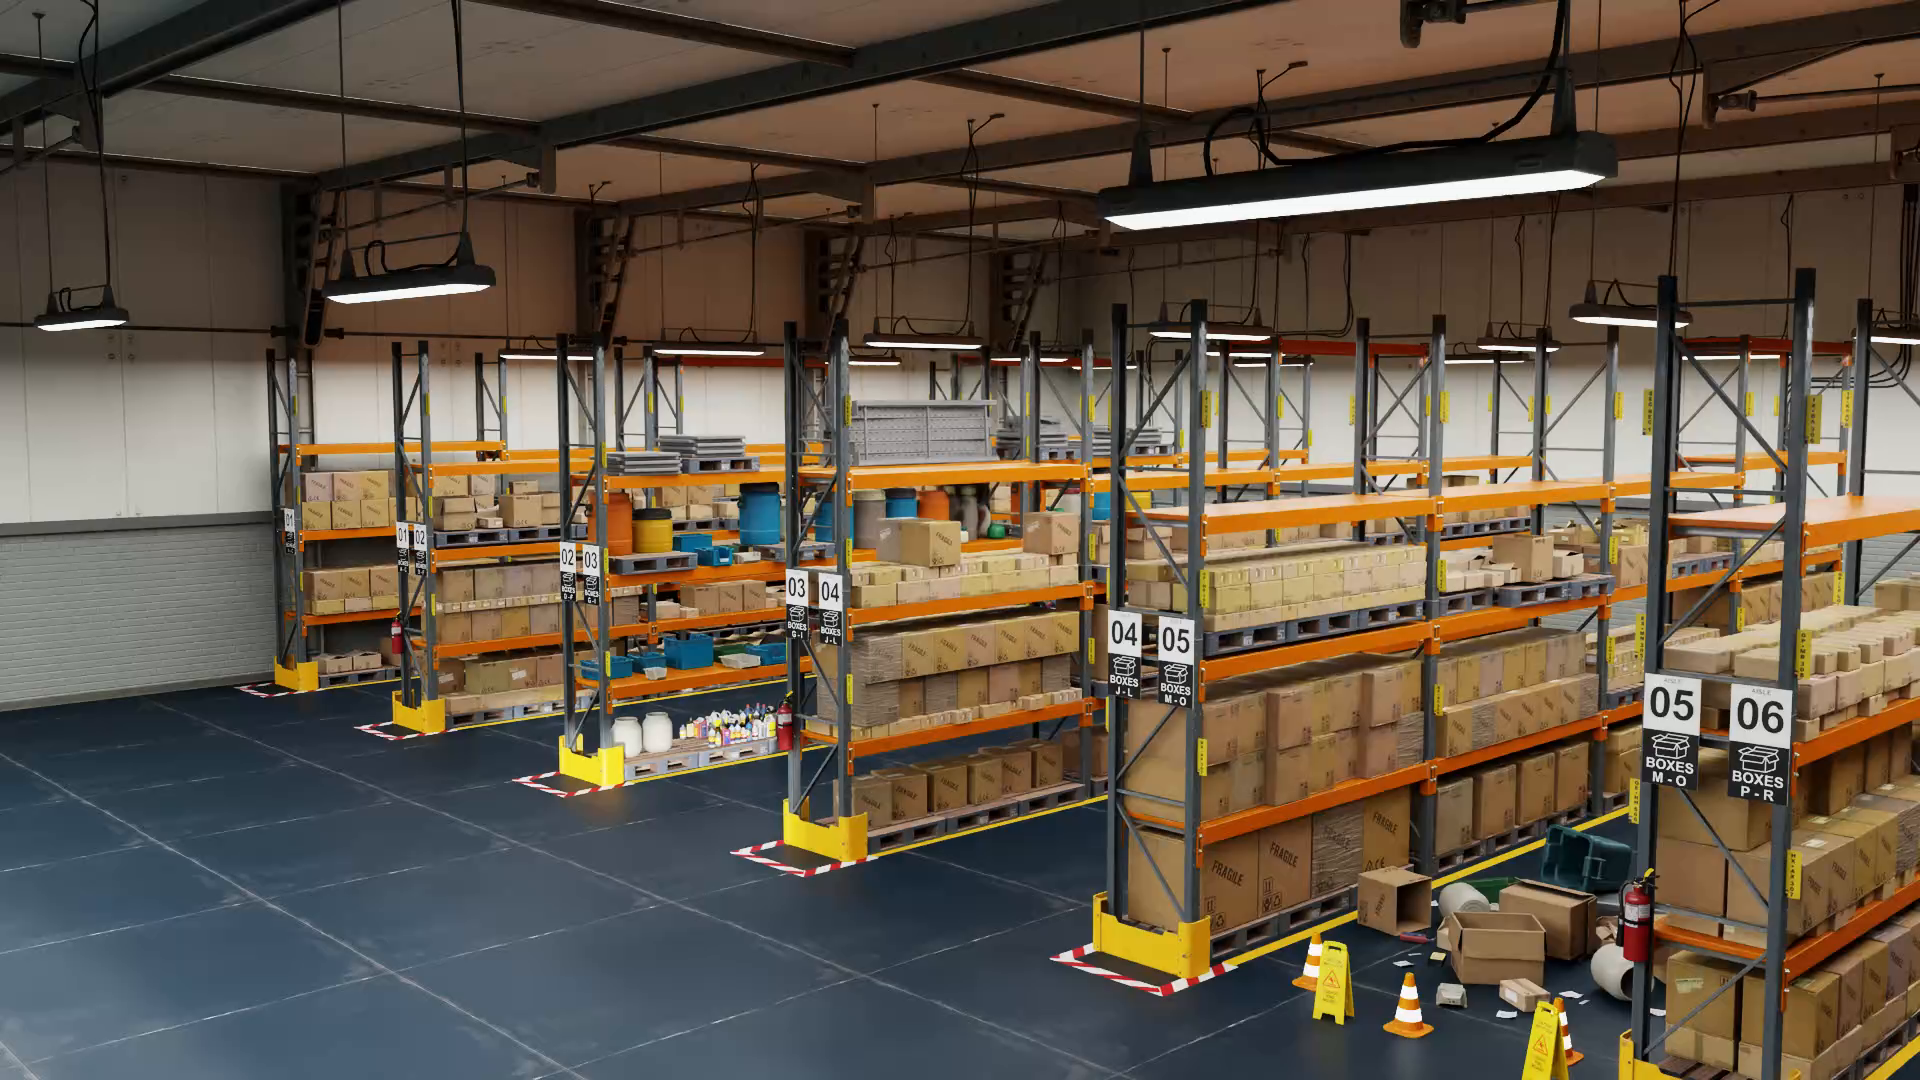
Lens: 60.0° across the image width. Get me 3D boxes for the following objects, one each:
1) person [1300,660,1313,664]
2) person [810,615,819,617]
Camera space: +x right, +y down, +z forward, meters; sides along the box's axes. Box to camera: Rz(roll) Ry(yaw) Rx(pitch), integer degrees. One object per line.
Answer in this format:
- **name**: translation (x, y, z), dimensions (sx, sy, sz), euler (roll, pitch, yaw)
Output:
- **person**: translation (4.797, 2.316, 22.654), dimensions (1.051, 1.813, 0.724), euler (-4, 6, -40)
- **person**: translation (-2.929, 1.242, 34.371), dimensions (0.660, 1.641, 0.839), euler (5, 7, 43)
